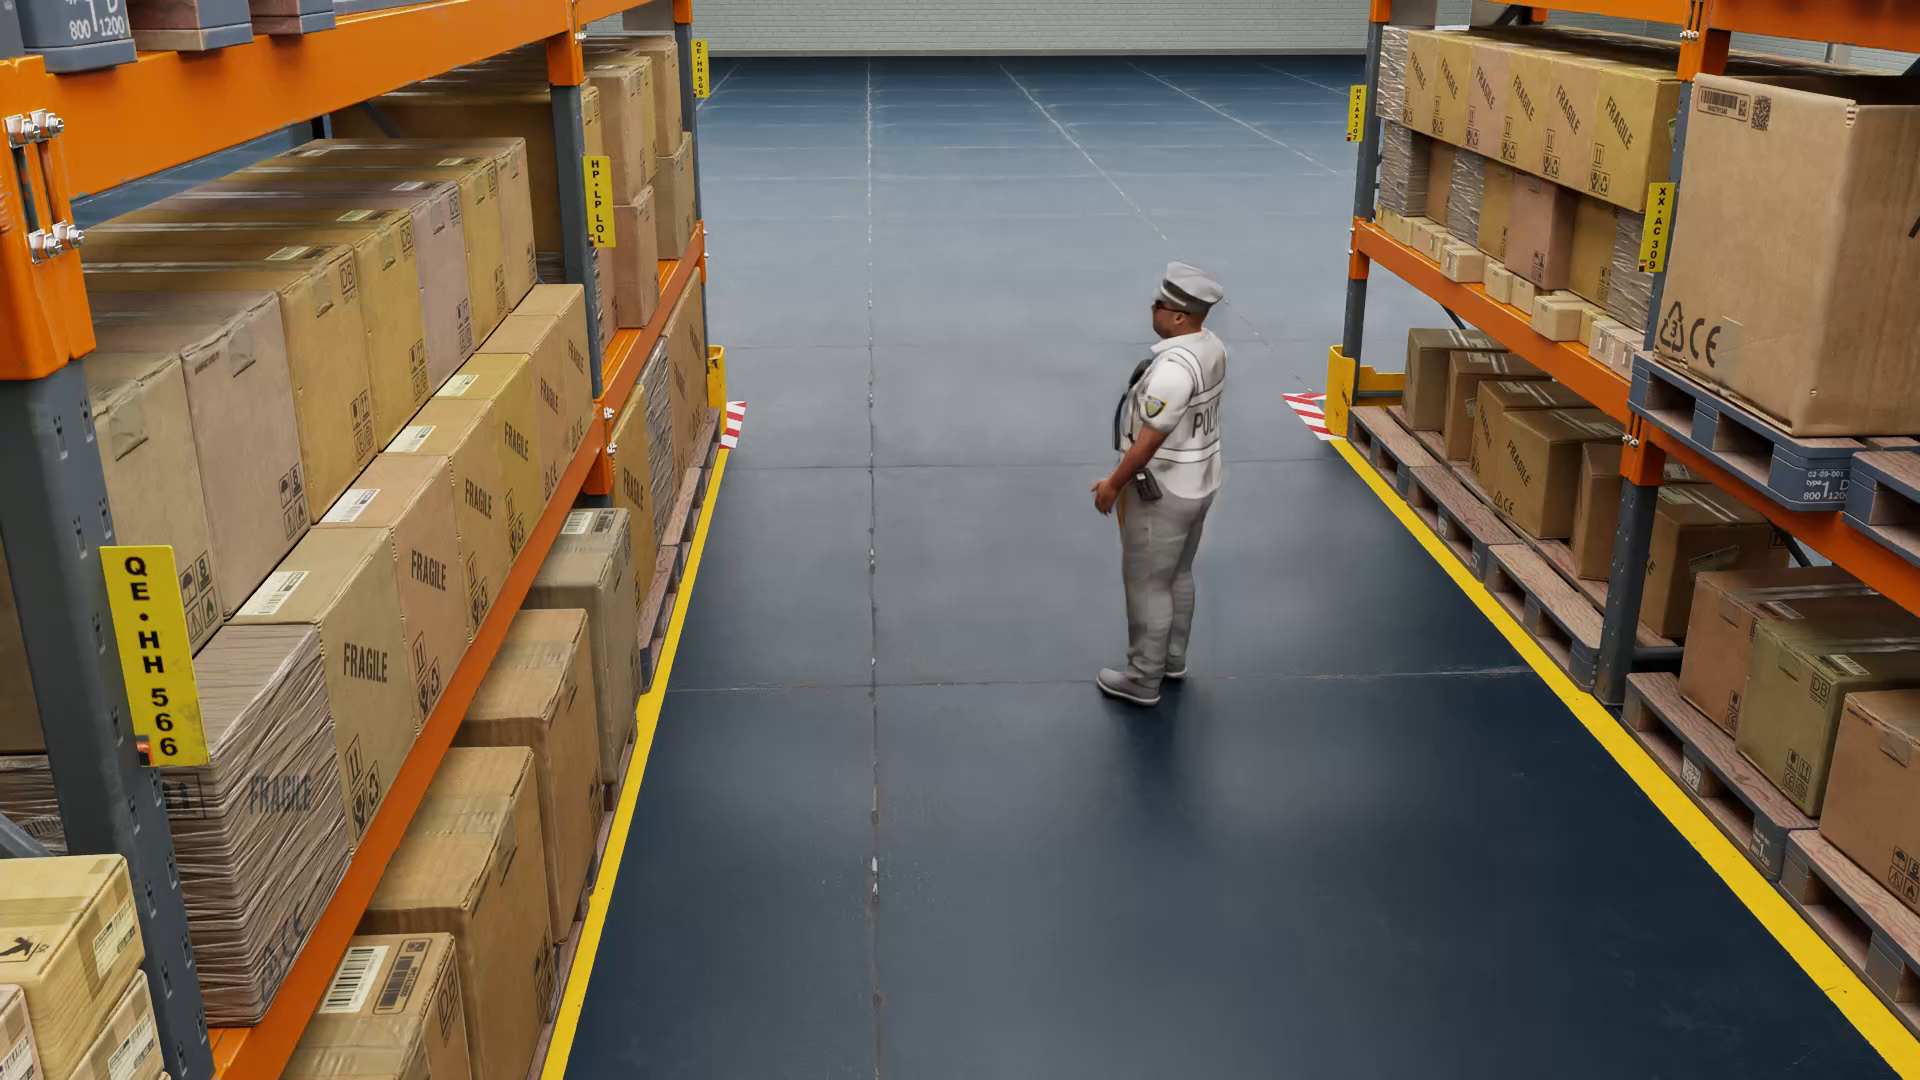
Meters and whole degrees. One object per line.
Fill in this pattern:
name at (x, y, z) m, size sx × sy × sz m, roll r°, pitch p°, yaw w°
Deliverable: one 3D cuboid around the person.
person at (0.796, -0.226, 6.600) m, size 0.472 × 1.789 × 0.604 m, roll 9°, pitch 22°, yaw 24°
